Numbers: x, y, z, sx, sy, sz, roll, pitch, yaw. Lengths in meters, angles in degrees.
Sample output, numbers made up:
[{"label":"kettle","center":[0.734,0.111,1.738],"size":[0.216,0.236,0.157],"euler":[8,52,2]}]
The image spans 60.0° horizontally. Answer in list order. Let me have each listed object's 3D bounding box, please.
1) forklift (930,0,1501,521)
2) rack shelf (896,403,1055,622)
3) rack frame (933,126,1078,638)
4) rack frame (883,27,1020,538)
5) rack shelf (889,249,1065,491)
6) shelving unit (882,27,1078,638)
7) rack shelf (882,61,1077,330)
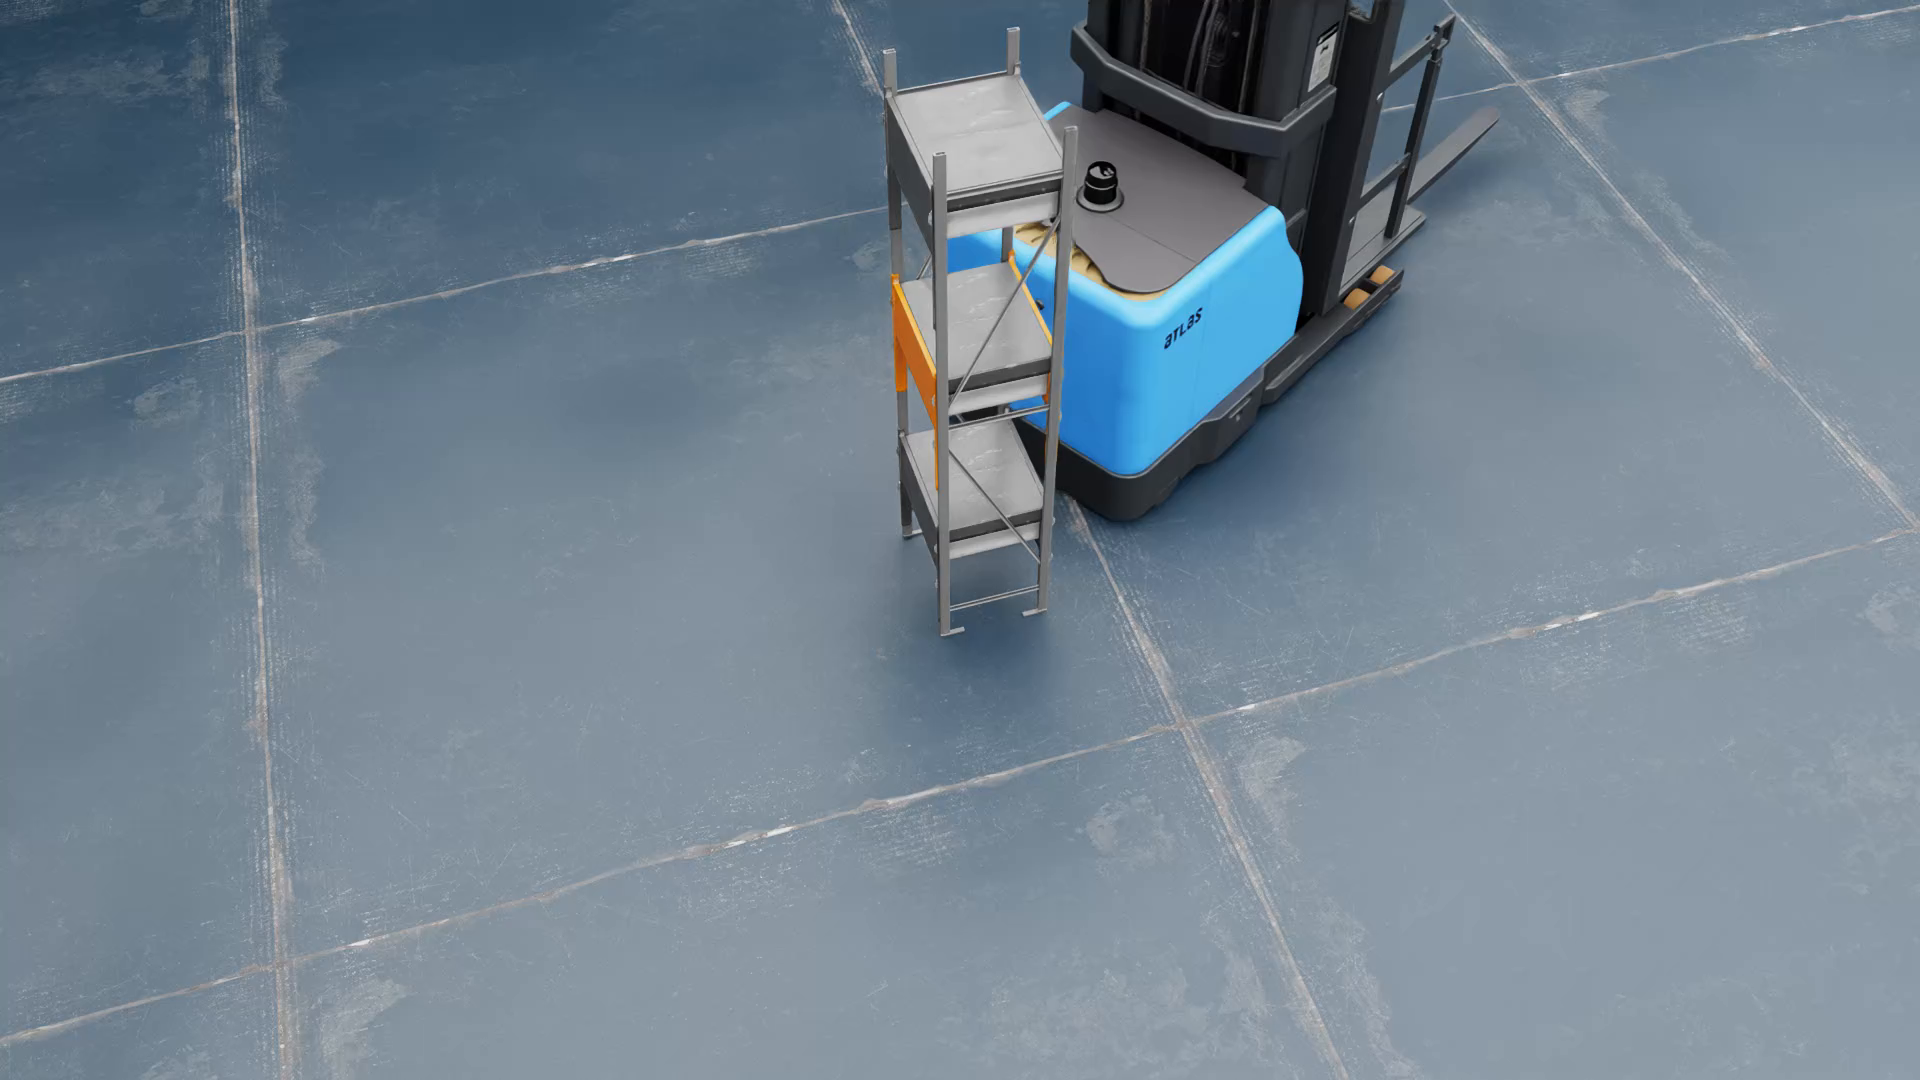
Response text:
[{"label":"forklift","center":[1.228,-2.067,6.076],"size":[1.130,2.935,3.031],"euler":[34,58,25]},{"label":"rack shelf","center":[0.049,-0.096,5.891],"size":[0.431,0.518,0.480],"euler":[-13,51,-11]},{"label":"rack frame","center":[0.121,-0.378,5.195],"size":[0.400,2.100,0.015],"euler":[-13,51,-11]},{"label":"rack frame","center":[-0.023,-0.734,5.496],"size":[0.400,2.100,0.015],"euler":[-13,51,-11]},{"label":"rack shelf","center":[0.049,-0.547,5.356],"size":[0.431,0.518,0.480],"euler":[-13,51,-11]},{"label":"shelving unit","center":[0.049,-0.556,5.345],"size":[0.431,2.100,0.503],"euler":[-13,51,-11]},{"label":"rack shelf","center":[0.049,-0.998,4.821],"size":[0.431,0.518,0.480],"euler":[-13,51,-11]}]
